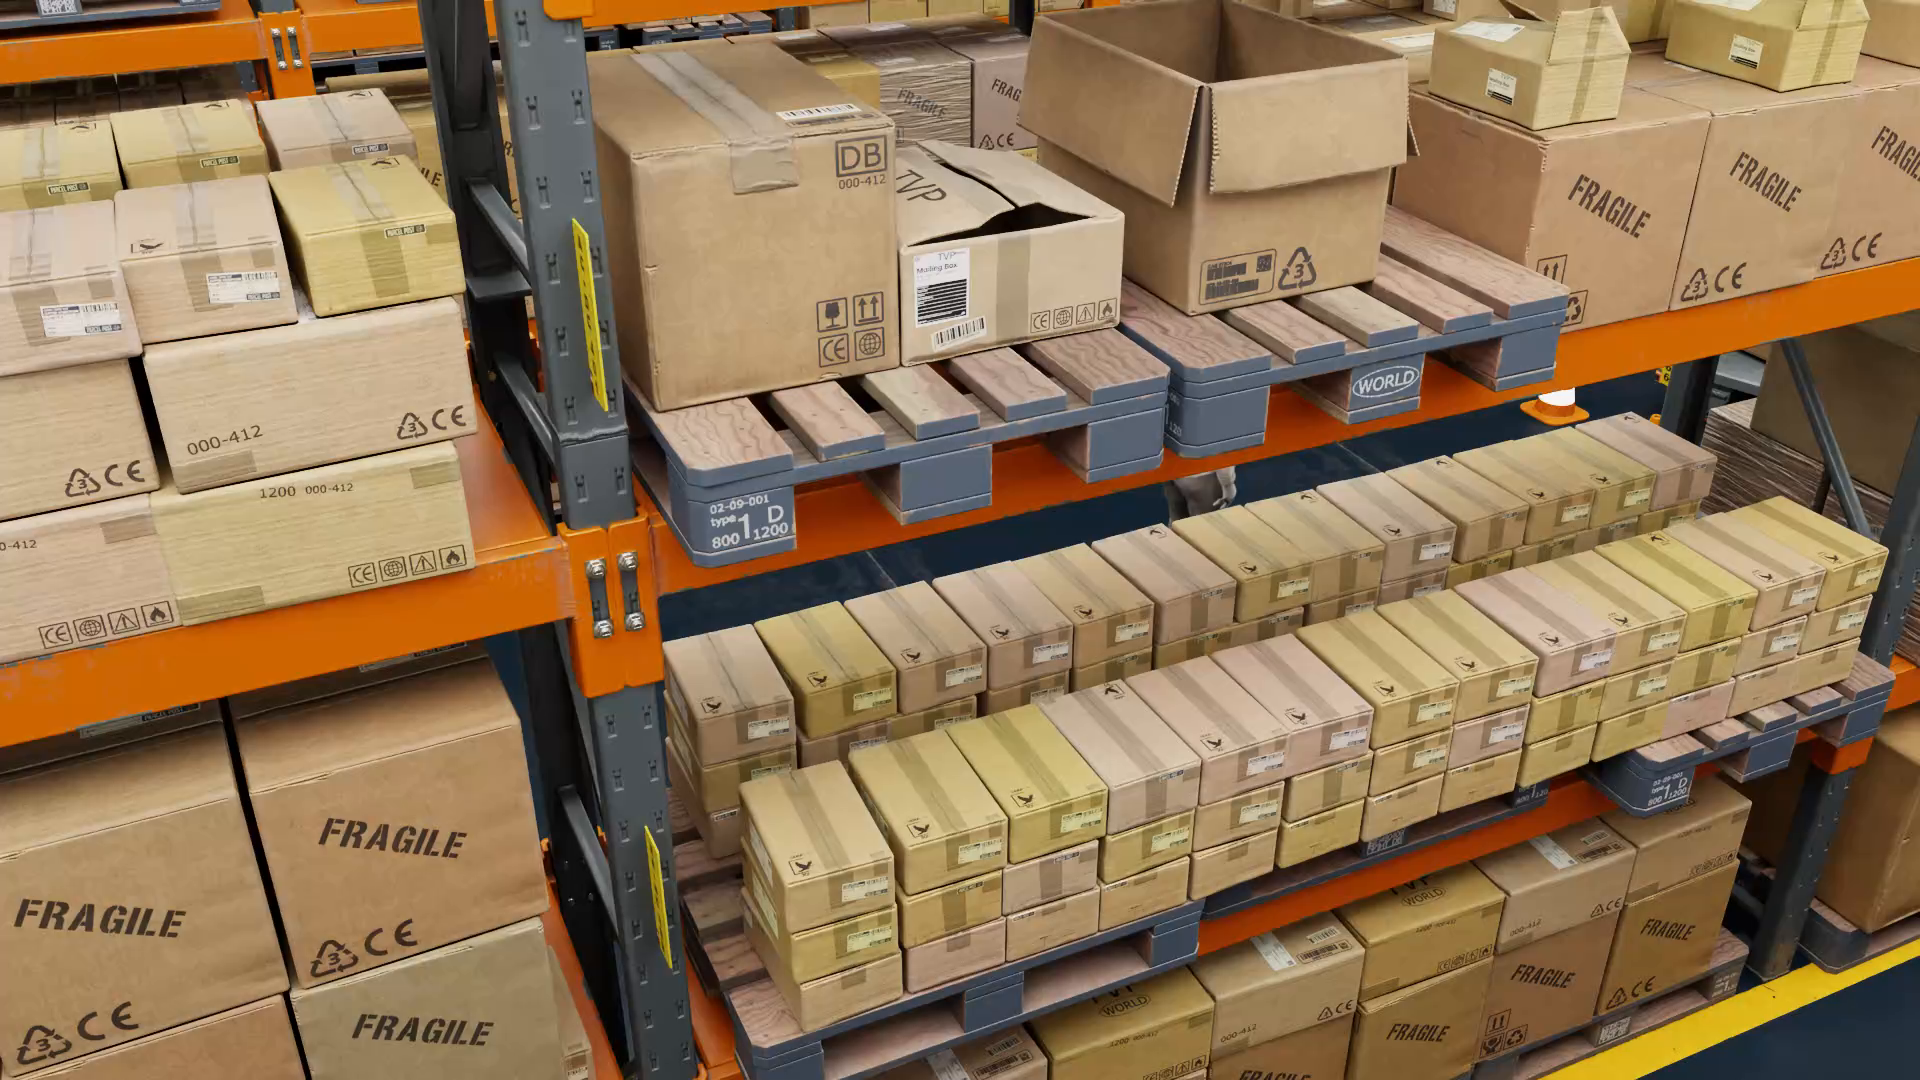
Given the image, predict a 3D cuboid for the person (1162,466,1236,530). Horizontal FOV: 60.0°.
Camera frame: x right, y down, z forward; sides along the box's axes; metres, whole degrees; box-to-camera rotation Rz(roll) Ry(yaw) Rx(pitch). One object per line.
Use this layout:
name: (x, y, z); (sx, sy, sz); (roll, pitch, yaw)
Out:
person: (1.097, -0.345, 7.732); (0.376, 1.662, 0.530); (-15, 33, -24)
